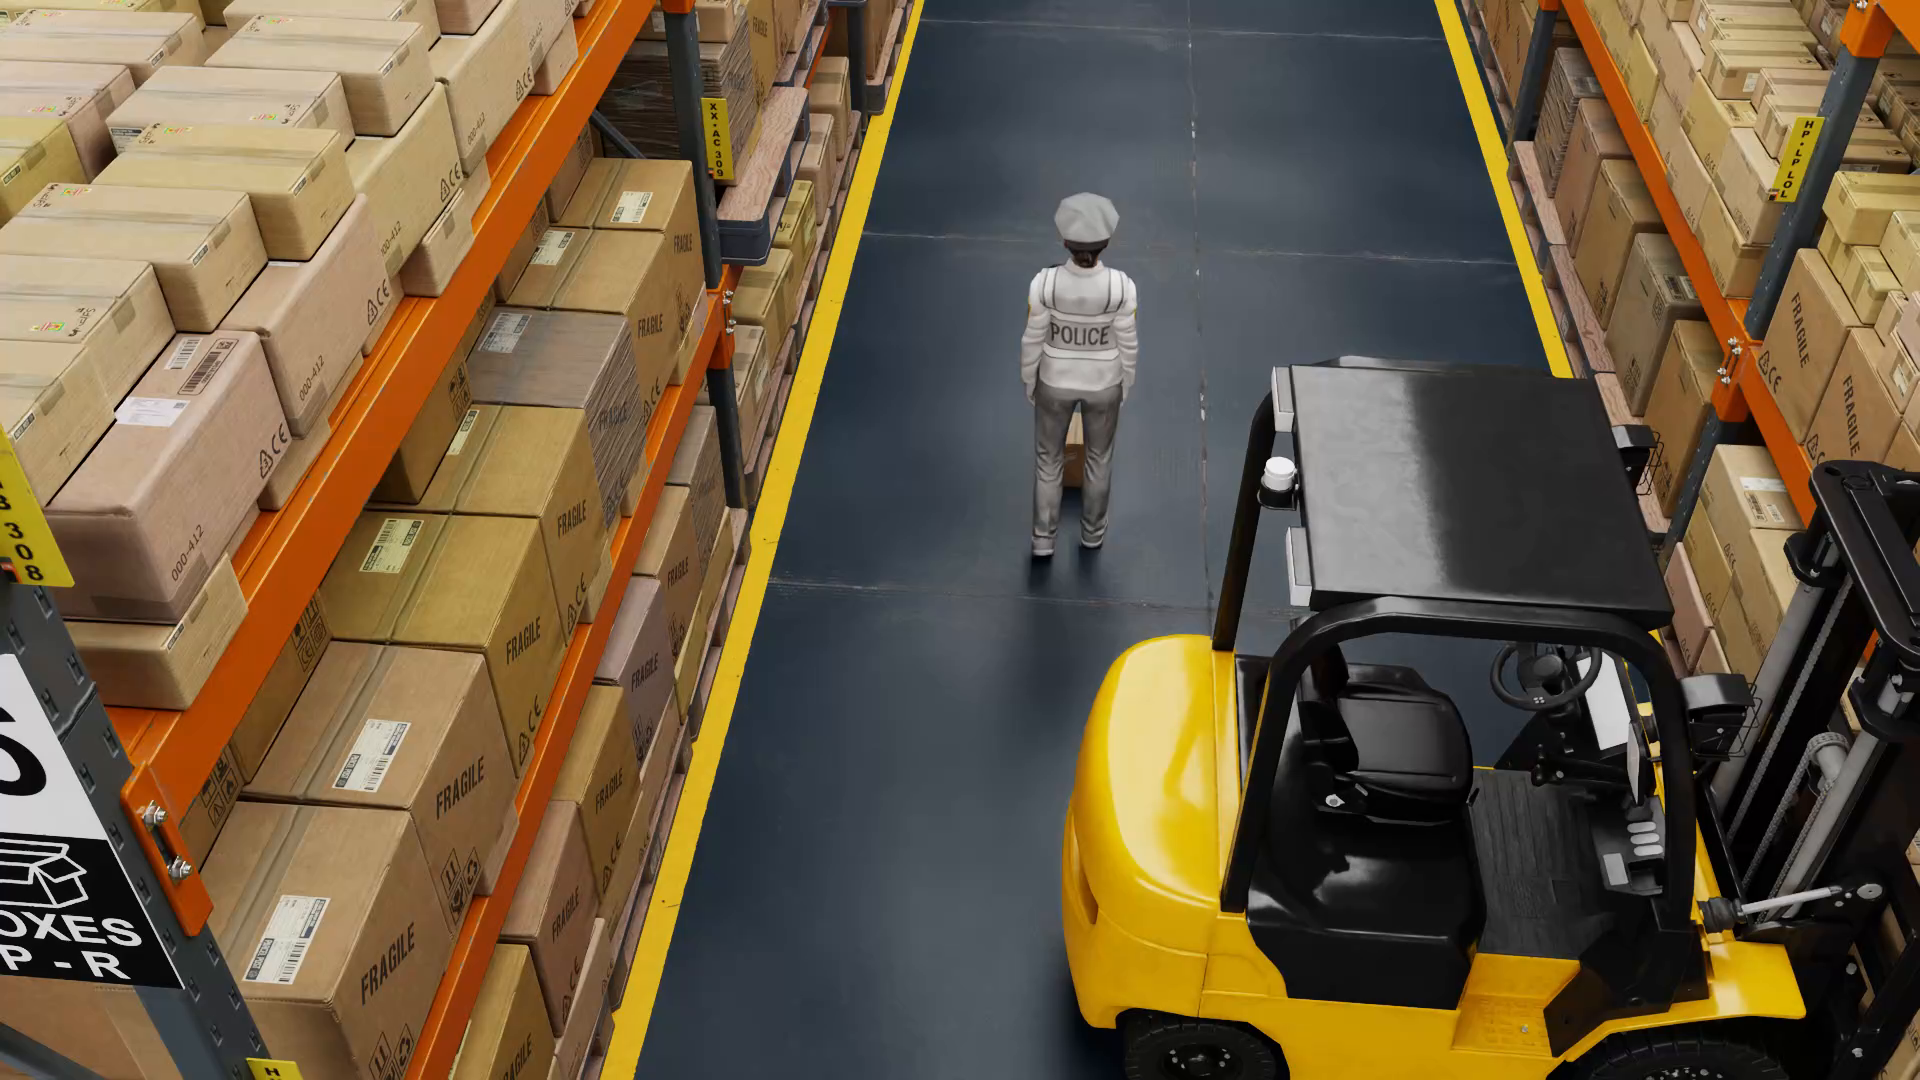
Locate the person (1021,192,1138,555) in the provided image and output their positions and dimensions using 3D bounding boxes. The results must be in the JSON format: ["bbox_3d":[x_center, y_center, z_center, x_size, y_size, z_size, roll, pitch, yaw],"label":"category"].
[{"bbox_3d":[0.488,-0.633,6.930,0.473,1.740,0.406,4,40,4],"label":"person"}]
